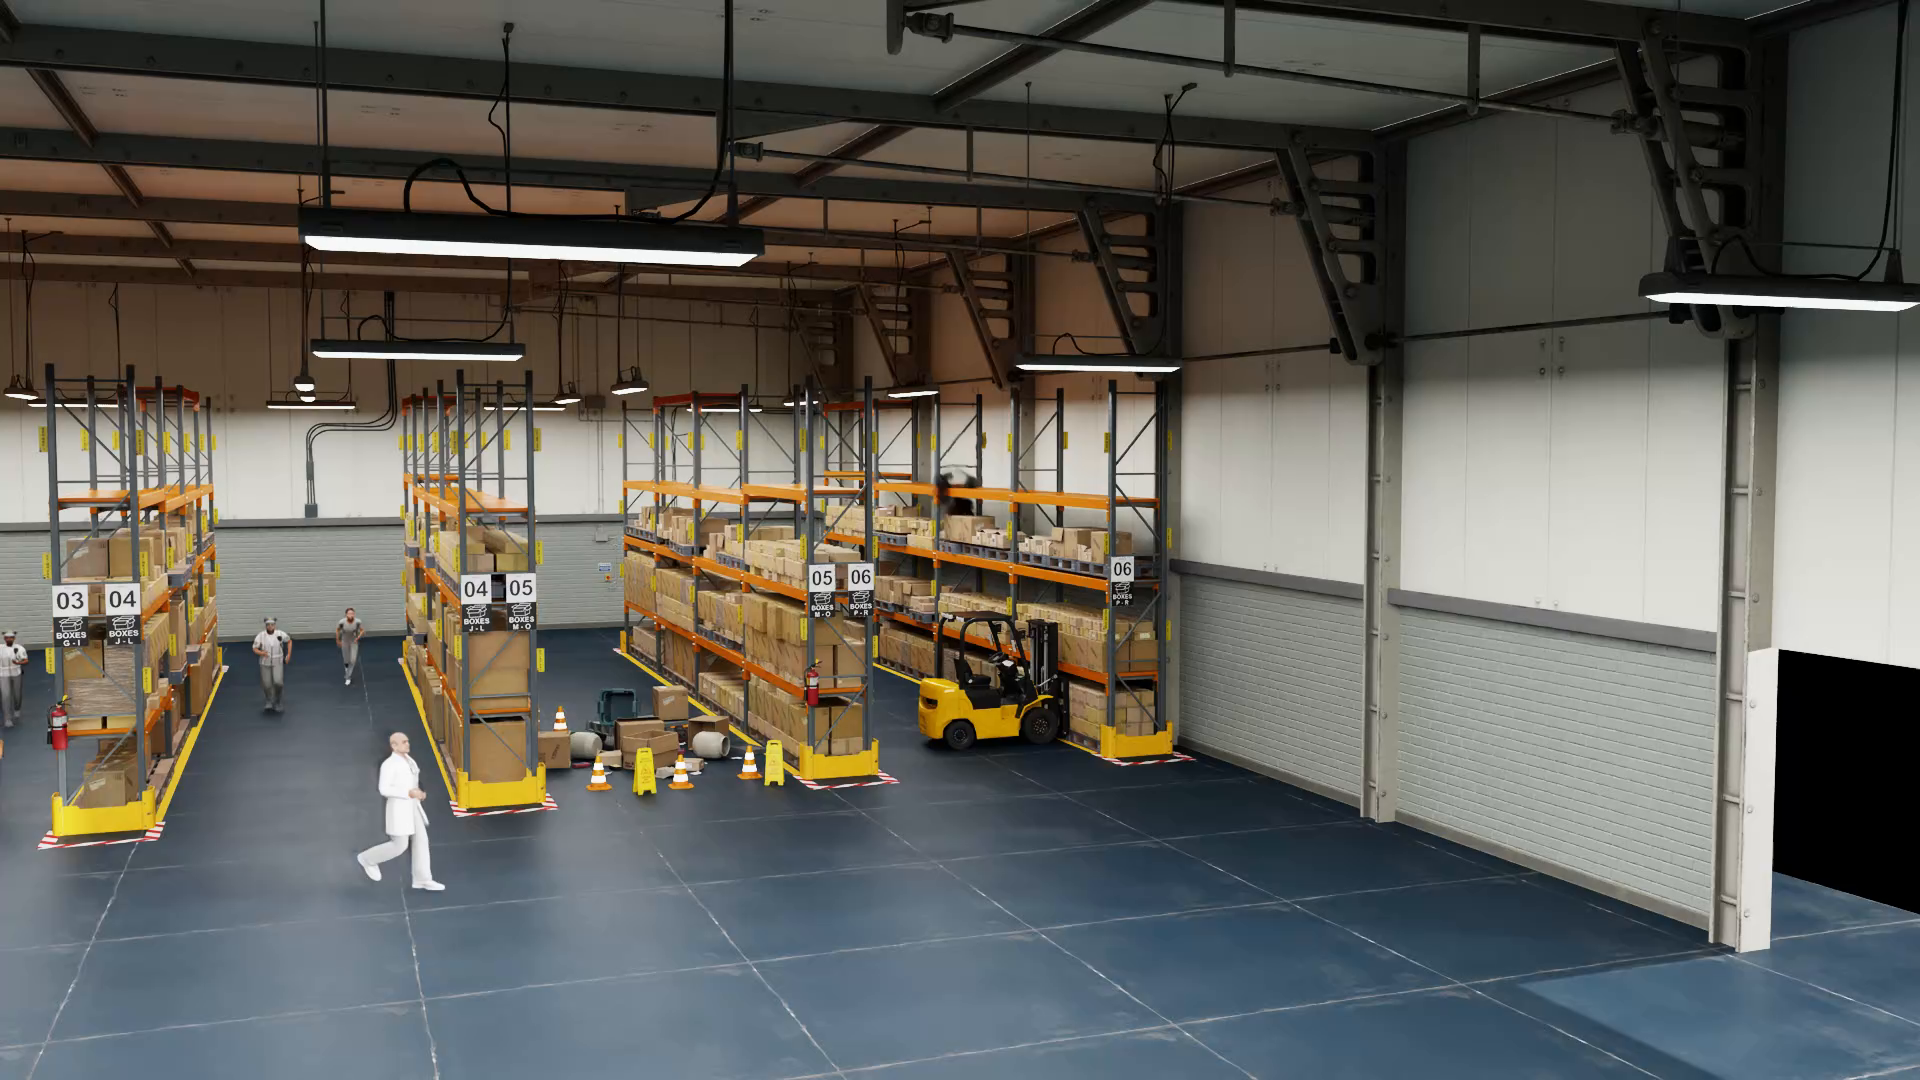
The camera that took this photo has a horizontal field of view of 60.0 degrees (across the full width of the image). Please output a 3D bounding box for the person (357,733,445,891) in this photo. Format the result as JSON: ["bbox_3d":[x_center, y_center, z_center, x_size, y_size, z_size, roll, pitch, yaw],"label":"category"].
[{"bbox_3d":[-6.240,3.027,18.556,0.998,1.770,0.710,1,3,11],"label":"person"}]

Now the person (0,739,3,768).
[{"bbox_3d":[-12.332,2.964,20.795,0.657,1.652,0.894,-2,4,-29],"label":"person"}]

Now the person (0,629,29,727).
[{"bbox_3d":[-16.812,2.414,29.442,0.575,1.684,0.941,-2,4,-30],"label":"person"}]

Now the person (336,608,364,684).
[{"bbox_3d":[-12.729,2.190,34.698,0.547,1.593,0.722,-2,4,-29],"label":"person"}]

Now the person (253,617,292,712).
[{"bbox_3d":[-12.798,2.328,30.961,0.677,1.820,0.718,-1,4,-22],"label":"person"}]
